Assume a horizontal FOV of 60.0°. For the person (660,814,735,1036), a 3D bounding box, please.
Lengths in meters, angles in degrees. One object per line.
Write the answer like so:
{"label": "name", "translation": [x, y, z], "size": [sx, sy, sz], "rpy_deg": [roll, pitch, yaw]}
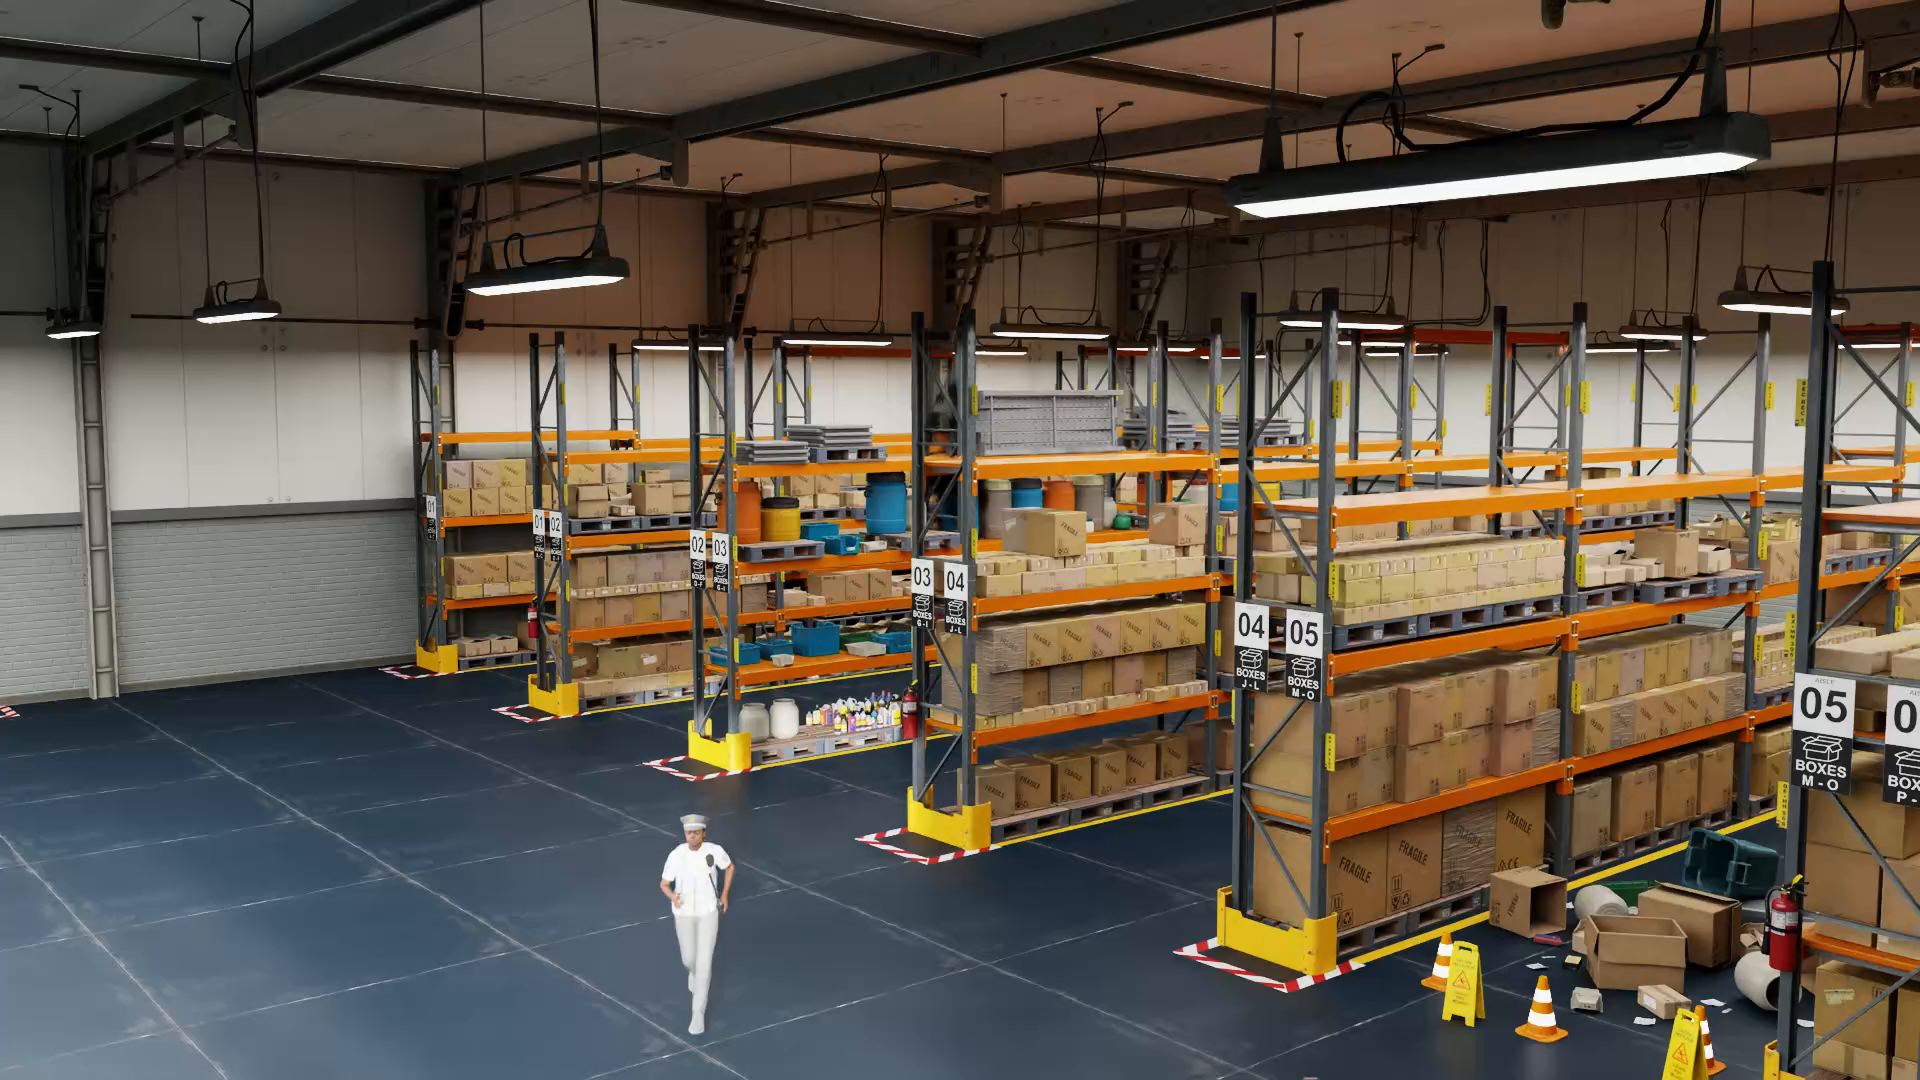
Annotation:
{"label": "person", "translation": [-2.157, 3.072, 13.641], "size": [0.590, 1.698, 0.920], "rpy_deg": [0, 5, -3]}
